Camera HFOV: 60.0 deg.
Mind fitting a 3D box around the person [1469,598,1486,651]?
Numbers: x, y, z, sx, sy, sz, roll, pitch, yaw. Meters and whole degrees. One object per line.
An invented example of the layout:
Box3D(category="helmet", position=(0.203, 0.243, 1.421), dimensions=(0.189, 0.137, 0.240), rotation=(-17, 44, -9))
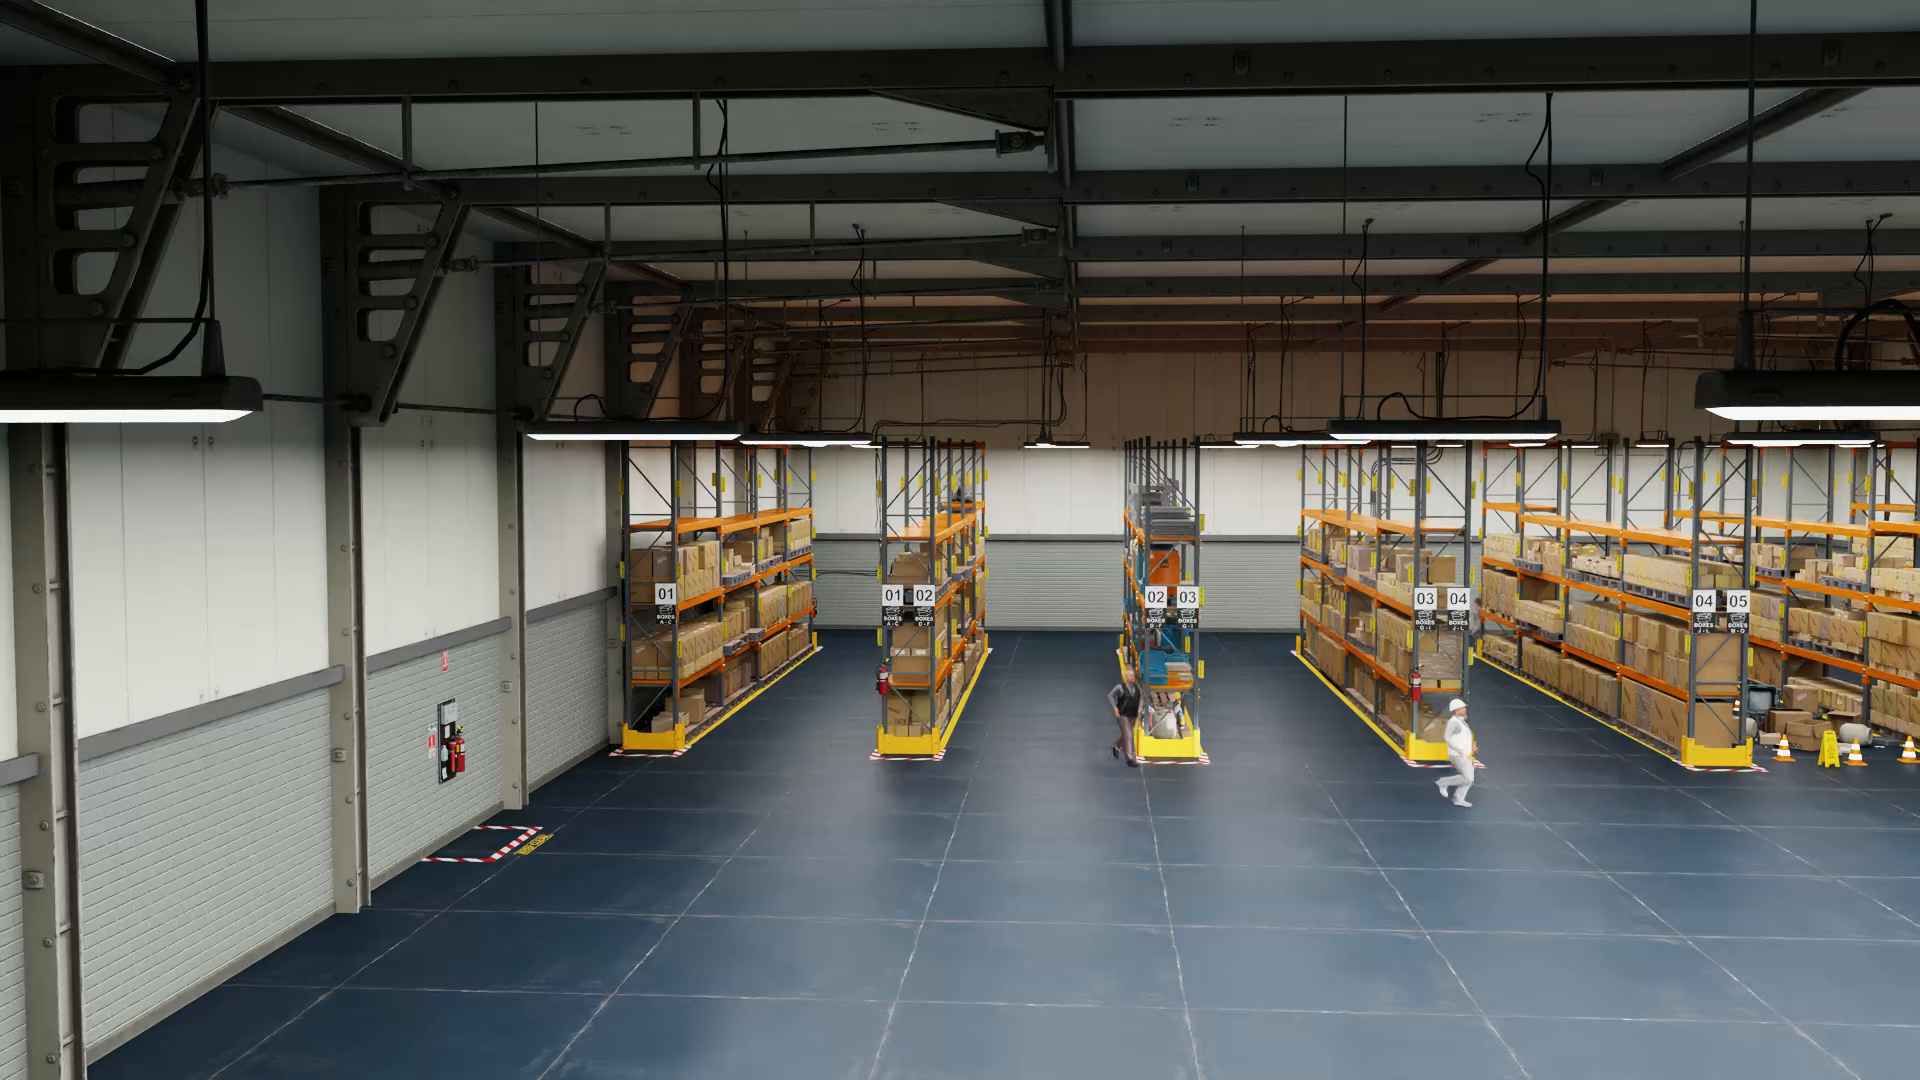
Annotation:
Box3D(category="person", position=(14.831, 2.412, 47.517), dimensions=(0.637, 1.554, 0.556), rotation=(0, 3, 2))

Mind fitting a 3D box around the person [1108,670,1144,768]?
Box3D(category="person", position=(3.067, 3.235, 30.416), dimensions=(0.658, 1.720, 0.915), rotation=(-2, 3, -29))

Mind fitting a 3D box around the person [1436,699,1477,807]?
Box3D(category="person", position=(8.016, 3.429, 26.814), dimensions=(0.586, 1.729, 0.659), rotation=(2, 4, 31))
